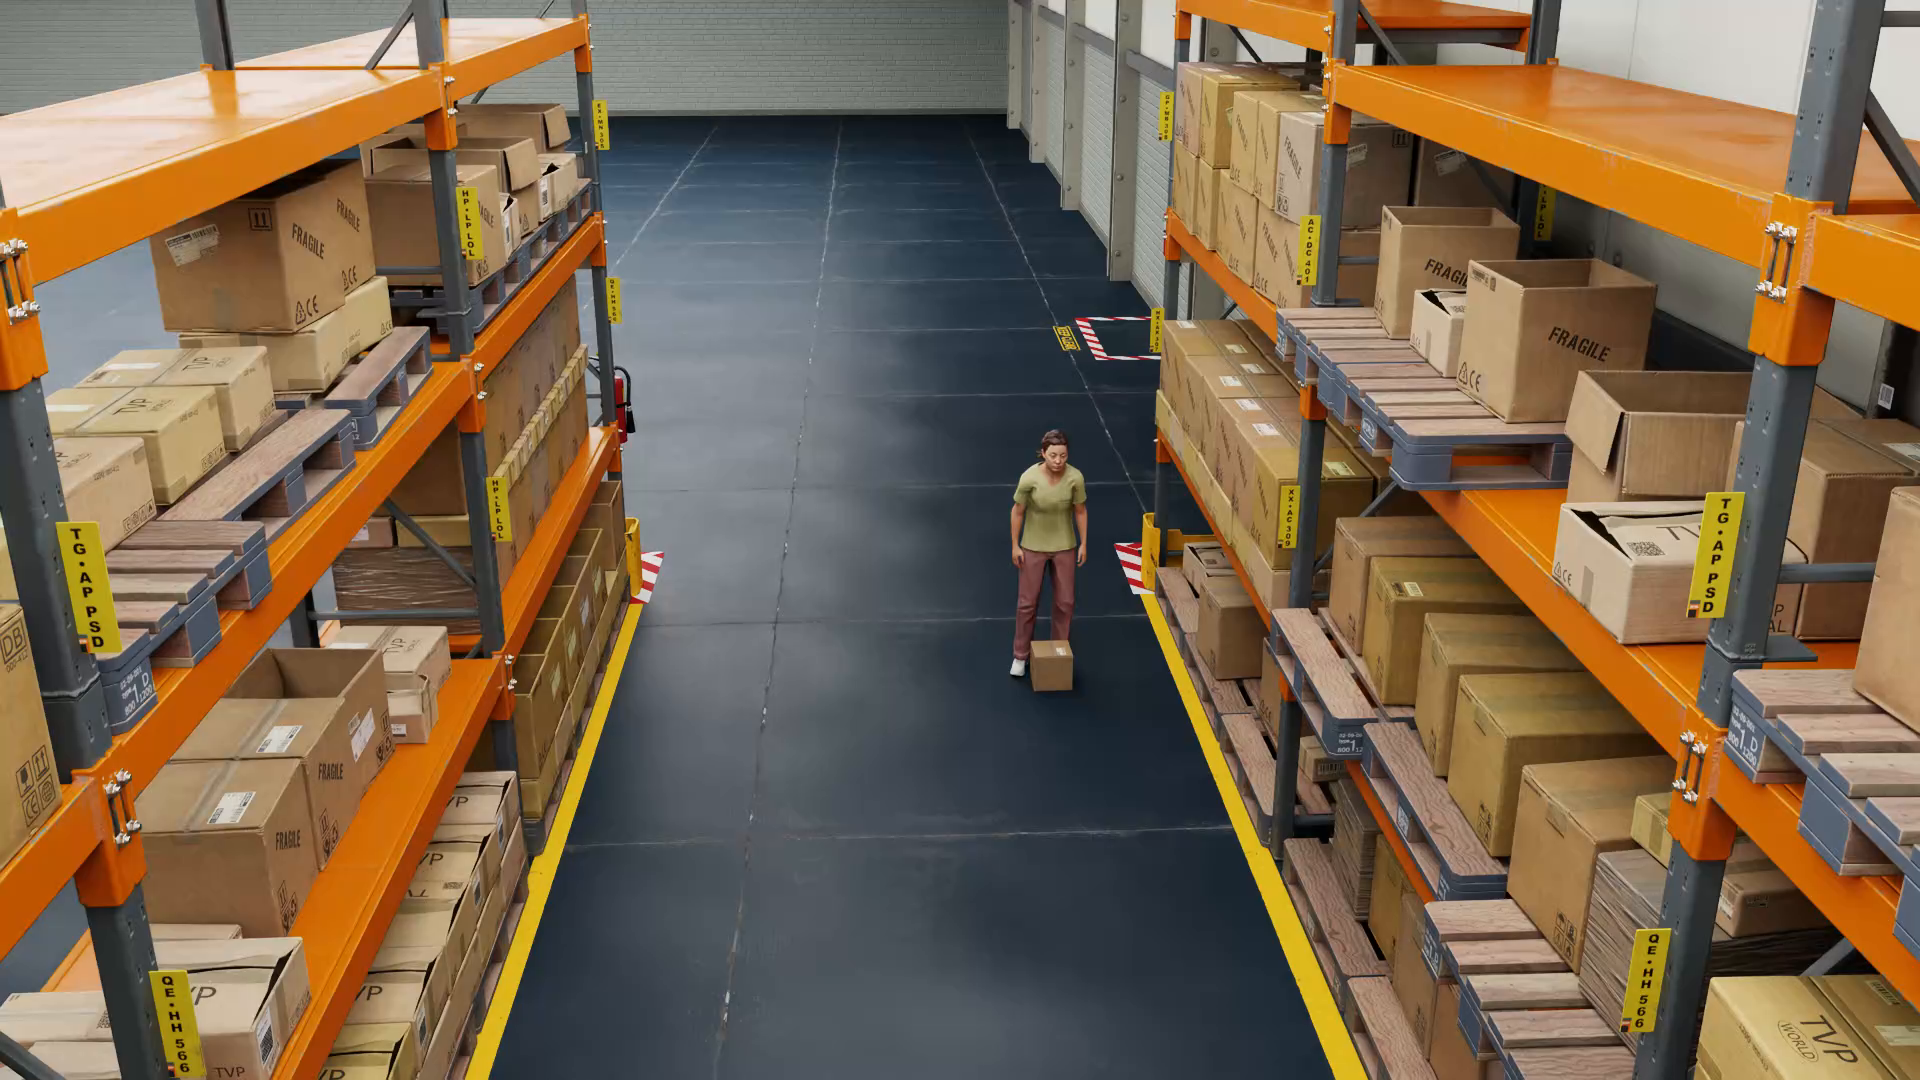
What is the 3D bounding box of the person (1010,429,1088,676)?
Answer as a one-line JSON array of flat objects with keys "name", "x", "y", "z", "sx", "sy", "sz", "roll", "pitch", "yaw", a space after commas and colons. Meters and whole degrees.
[{"name": "person", "x": 0.584, "y": 0.072, "z": 10.886, "sx": 0.517, "sy": 1.673, "sz": 0.357, "roll": -2, "pitch": 21, "yaw": -5}]
